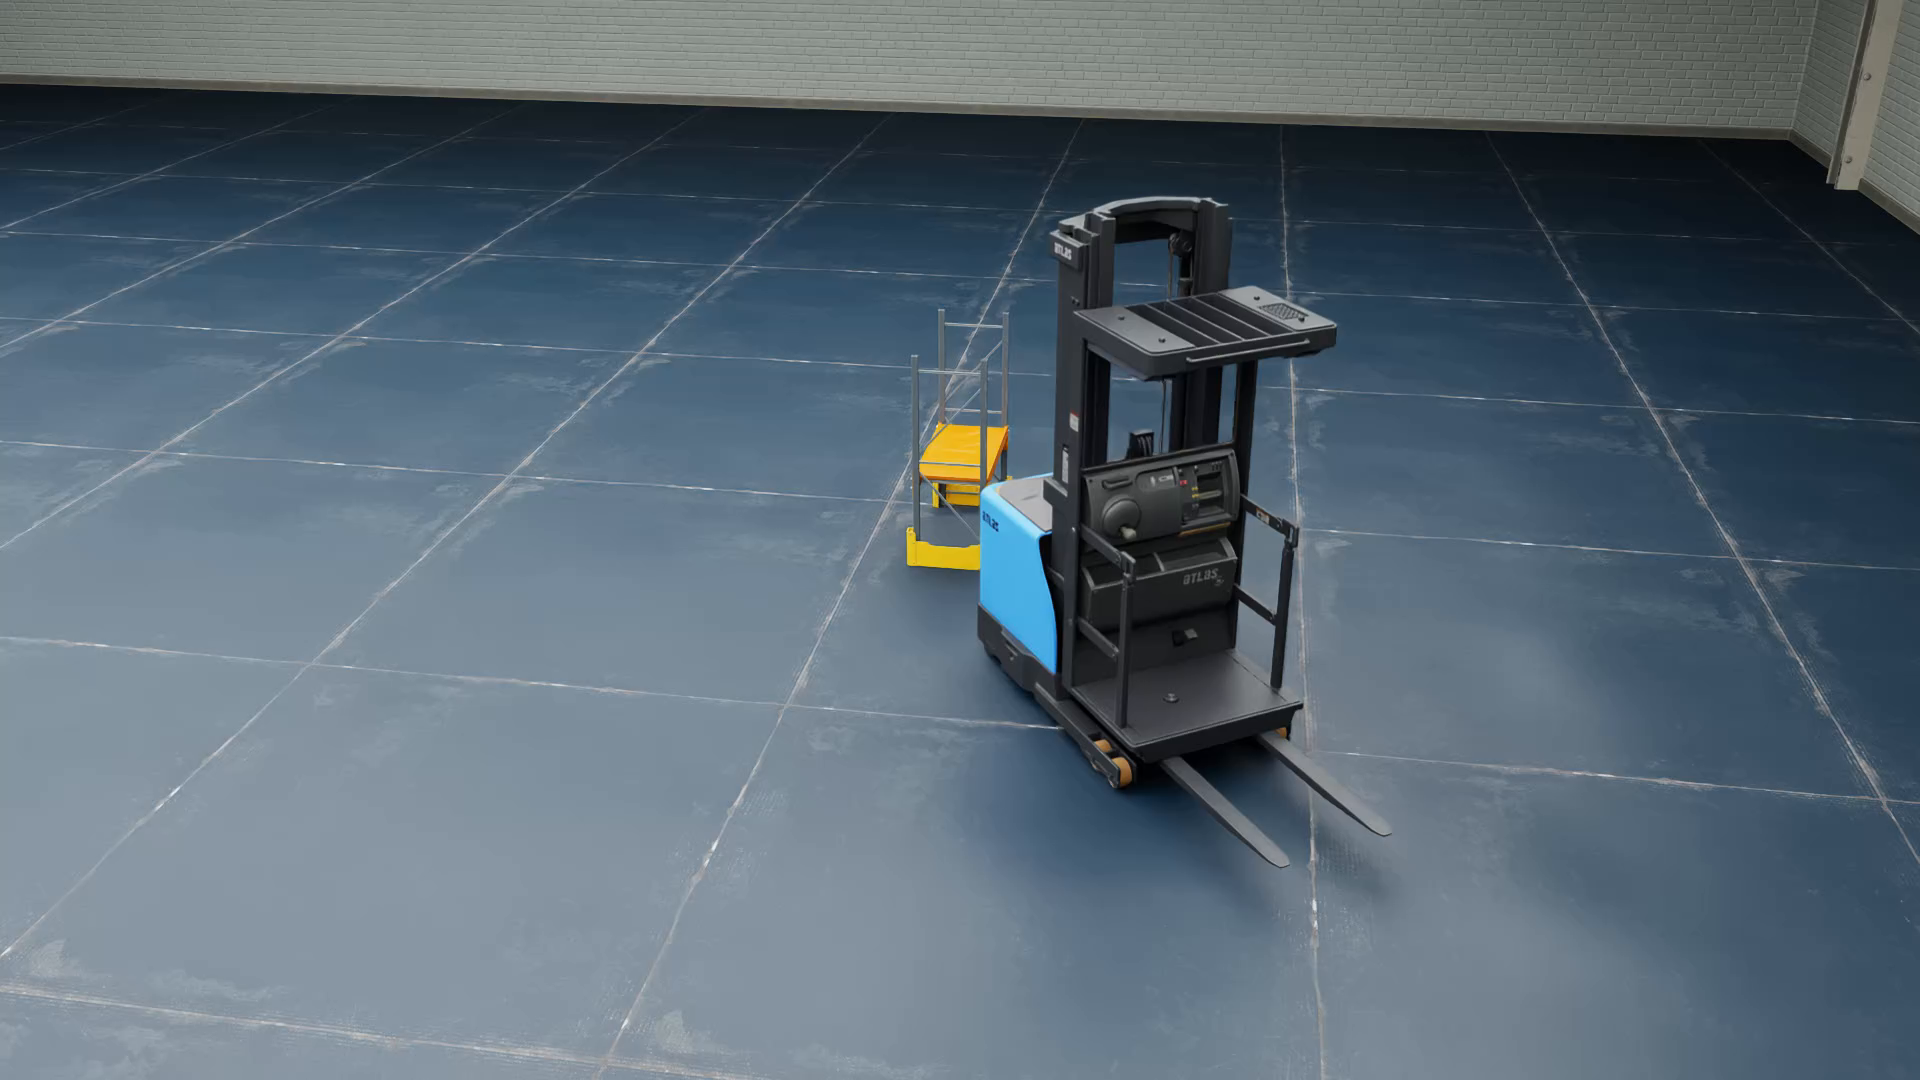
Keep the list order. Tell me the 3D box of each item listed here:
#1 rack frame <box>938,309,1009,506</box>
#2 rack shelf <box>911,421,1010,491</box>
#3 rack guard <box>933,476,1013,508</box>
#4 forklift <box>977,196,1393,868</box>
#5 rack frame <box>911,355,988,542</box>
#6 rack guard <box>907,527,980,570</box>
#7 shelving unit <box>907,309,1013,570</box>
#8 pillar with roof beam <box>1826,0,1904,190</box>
[{"bbox_3d":[0.097,-0.928,12.007,0.500,1.500,0.032,4,25,9],"label":"rack frame"},{"bbox_3d":[0.014,-0.552,11.629,0.538,0.185,1.000,4,25,9],"label":"rack shelf"},{"bbox_3d":[0.094,-0.353,12.254,0.587,0.250,0.087,4,25,9],"label":"rack guard"},{"bbox_3d":[1.189,-0.204,8.772,1.130,2.935,3.031,-11,27,-23],"label":"forklift"},{"bbox_3d":[-0.069,-0.502,11.098,0.500,1.500,0.032,4,25,9],"label":"rack frame"},{"bbox_3d":[-0.069,0.063,11.364,0.587,0.250,0.087,4,25,9],"label":"rack guard"},{"bbox_3d":[0.012,-0.711,11.544,0.587,1.500,1.083,4,25,9],"label":"shelving unit"},{"bbox_3d":[7.237,-8.976,20.355,9.100,9.000,0.400,4,25,9],"label":"pillar with roof beam"}]
